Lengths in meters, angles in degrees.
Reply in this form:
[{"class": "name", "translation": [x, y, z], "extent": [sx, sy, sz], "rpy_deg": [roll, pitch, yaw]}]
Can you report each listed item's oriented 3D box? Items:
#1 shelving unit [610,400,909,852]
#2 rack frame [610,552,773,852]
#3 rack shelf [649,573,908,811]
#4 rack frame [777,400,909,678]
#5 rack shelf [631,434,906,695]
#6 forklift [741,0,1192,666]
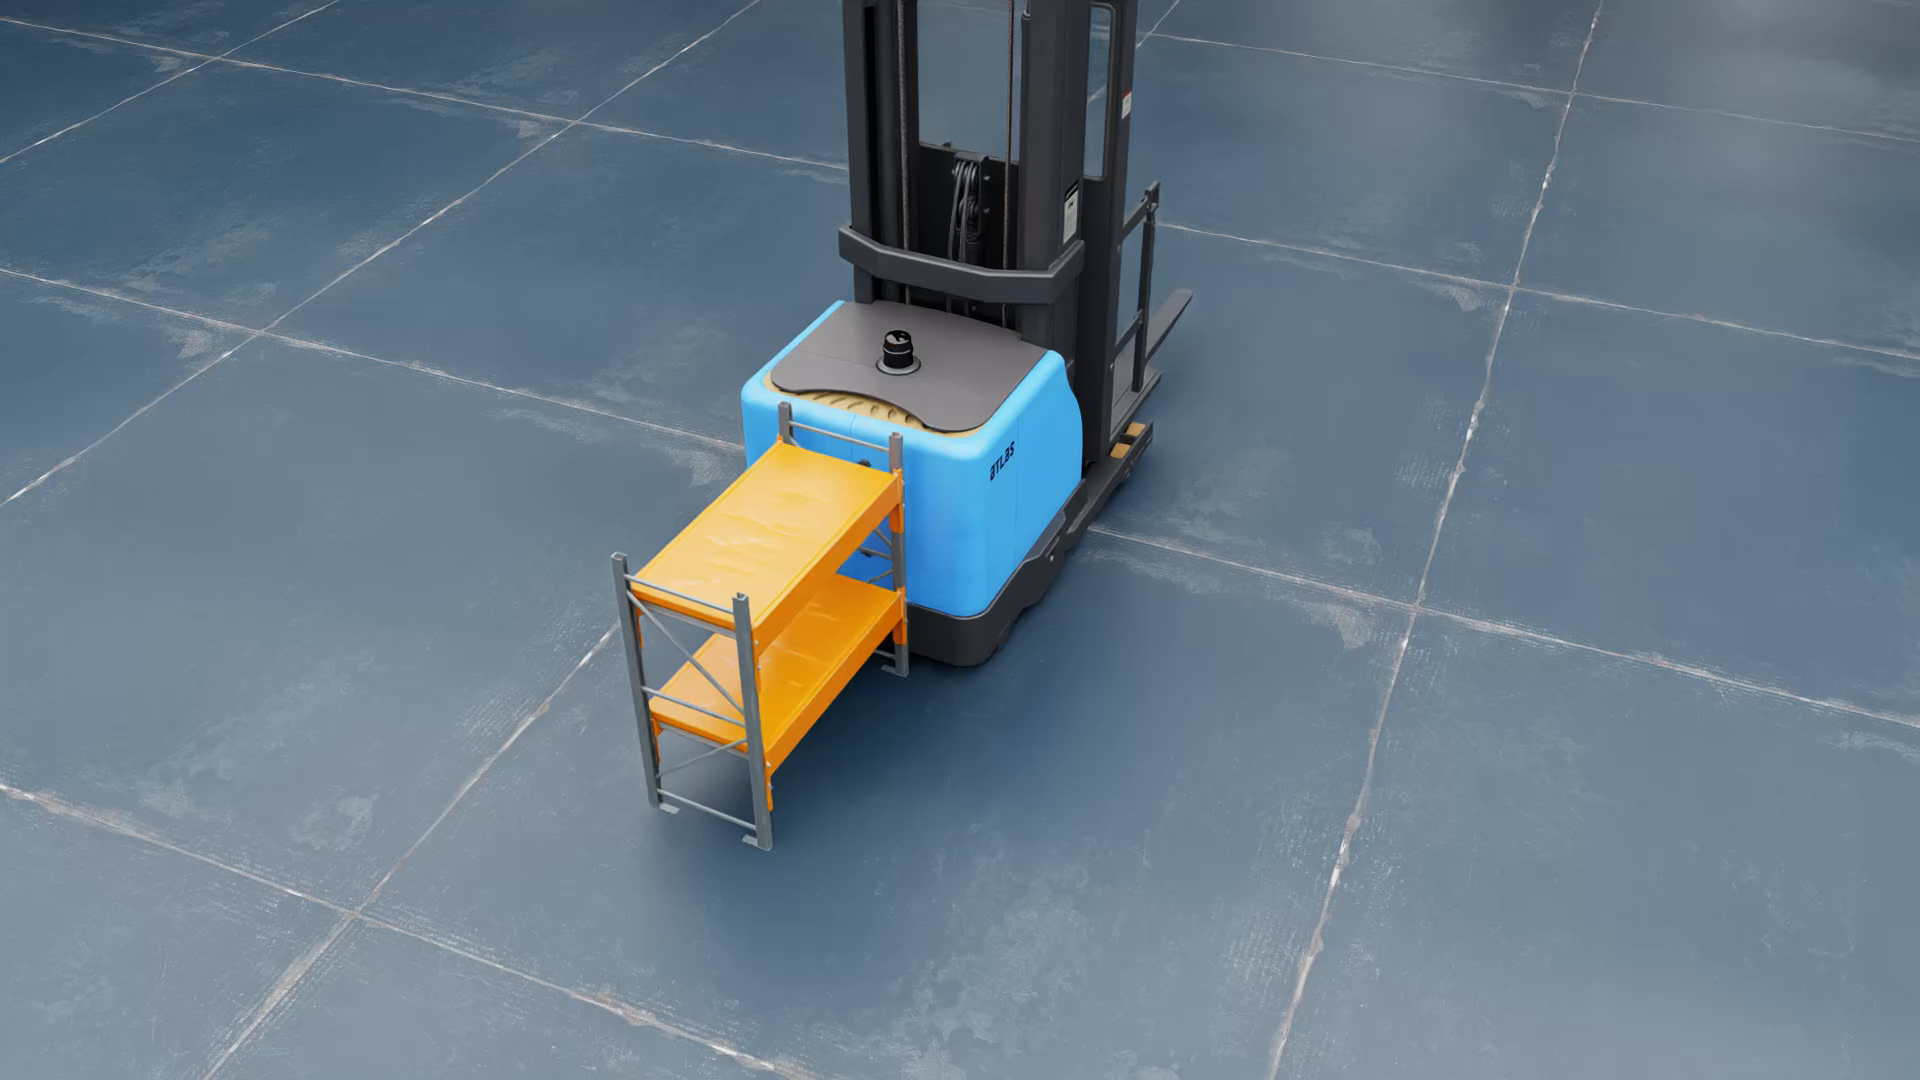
[{"class": "shelving unit", "translation": [-0.658, 0.290, 5.923], "extent": [0.538, 1.125, 1.048], "rpy_deg": [17, 40, 21]}, {"class": "rack frame", "translation": [-0.885, 0.562, 5.558], "extent": [0.500, 1.125, 0.032], "rpy_deg": [17, 40, 21]}, {"class": "rack shelf", "translation": [-0.658, 0.486, 6.069], "extent": [0.538, 0.278, 1.000], "rpy_deg": [17, 40, 21]}, {"class": "rack frame", "translation": [-0.432, 0.017, 6.287], "extent": [0.500, 1.125, 0.032], "rpy_deg": [17, 40, 21]}, {"class": "rack shelf", "translation": [-0.658, 0.055, 5.748], "extent": [0.538, 0.278, 1.000], "rpy_deg": [17, 40, 21]}, {"class": "forklift", "translation": [0.248, -1.555, 6.883], "extent": [1.130, 2.935, 3.031], "rpy_deg": [16, 40, 20]}]
